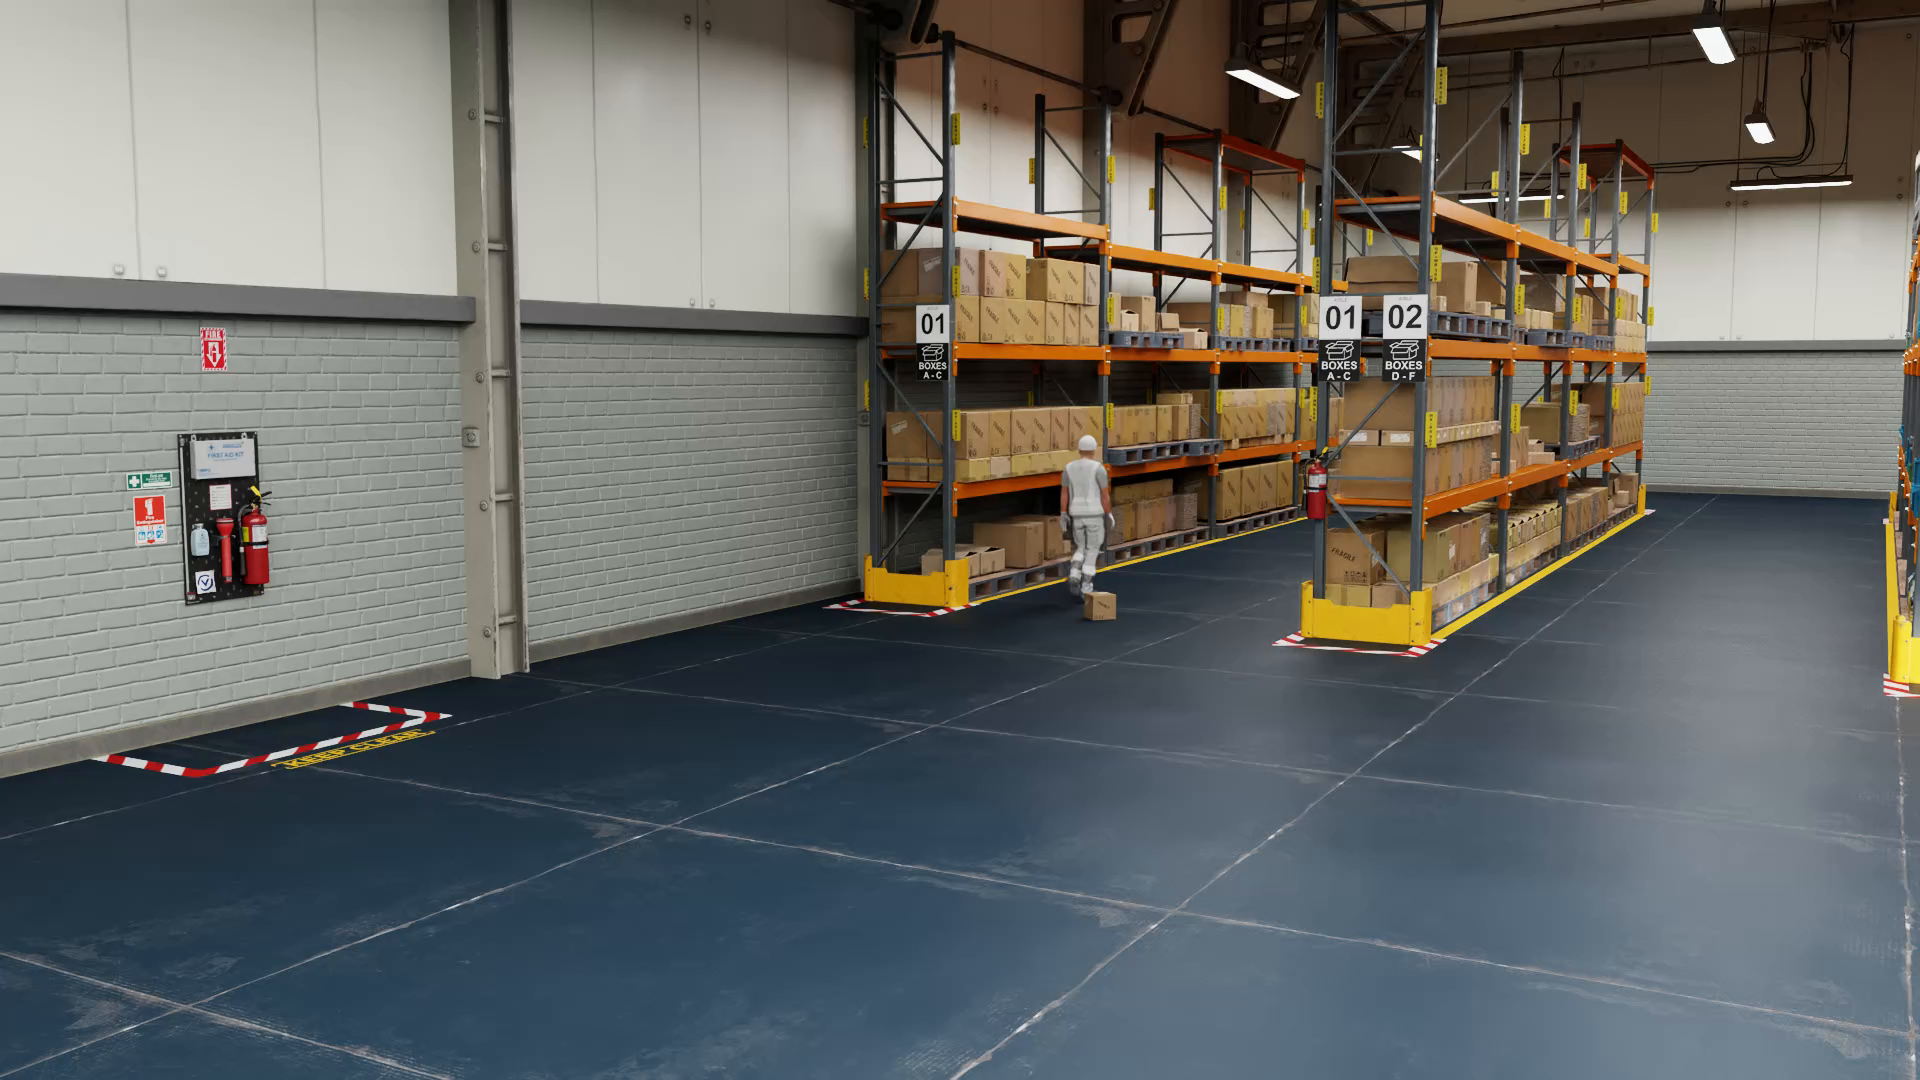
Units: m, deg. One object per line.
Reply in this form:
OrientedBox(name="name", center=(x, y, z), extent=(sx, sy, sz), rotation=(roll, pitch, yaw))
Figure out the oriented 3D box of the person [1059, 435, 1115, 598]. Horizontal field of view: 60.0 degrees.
OrientedBox(name="person", center=(1.398, -0.253, 18.192), extent=(0.570, 1.795, 0.462), rotation=(4, 7, 31))
